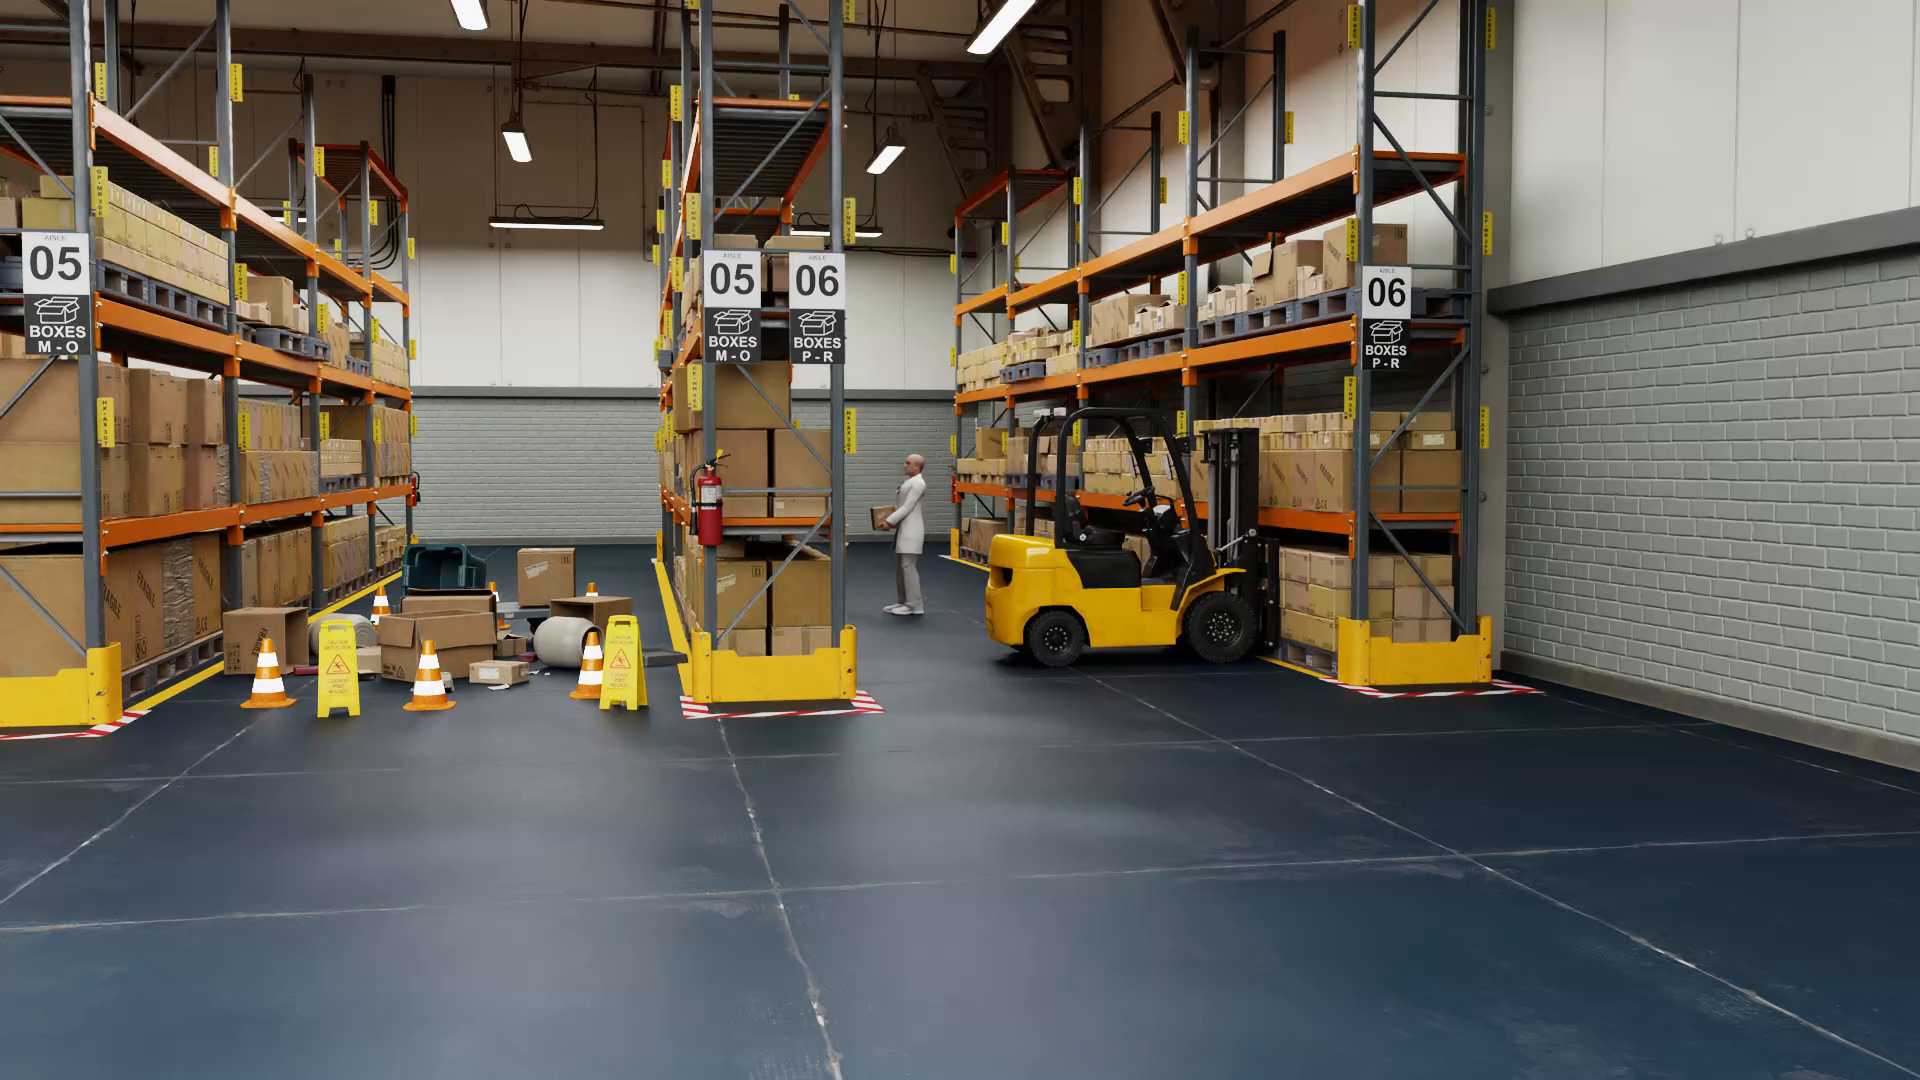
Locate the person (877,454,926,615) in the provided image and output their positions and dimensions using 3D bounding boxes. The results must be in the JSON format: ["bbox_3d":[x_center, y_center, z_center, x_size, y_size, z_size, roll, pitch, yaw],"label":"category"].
[{"bbox_3d":[-0.662,-0.065,18.448,0.561,1.772,0.529,-1,3,-10],"label":"person"}]
